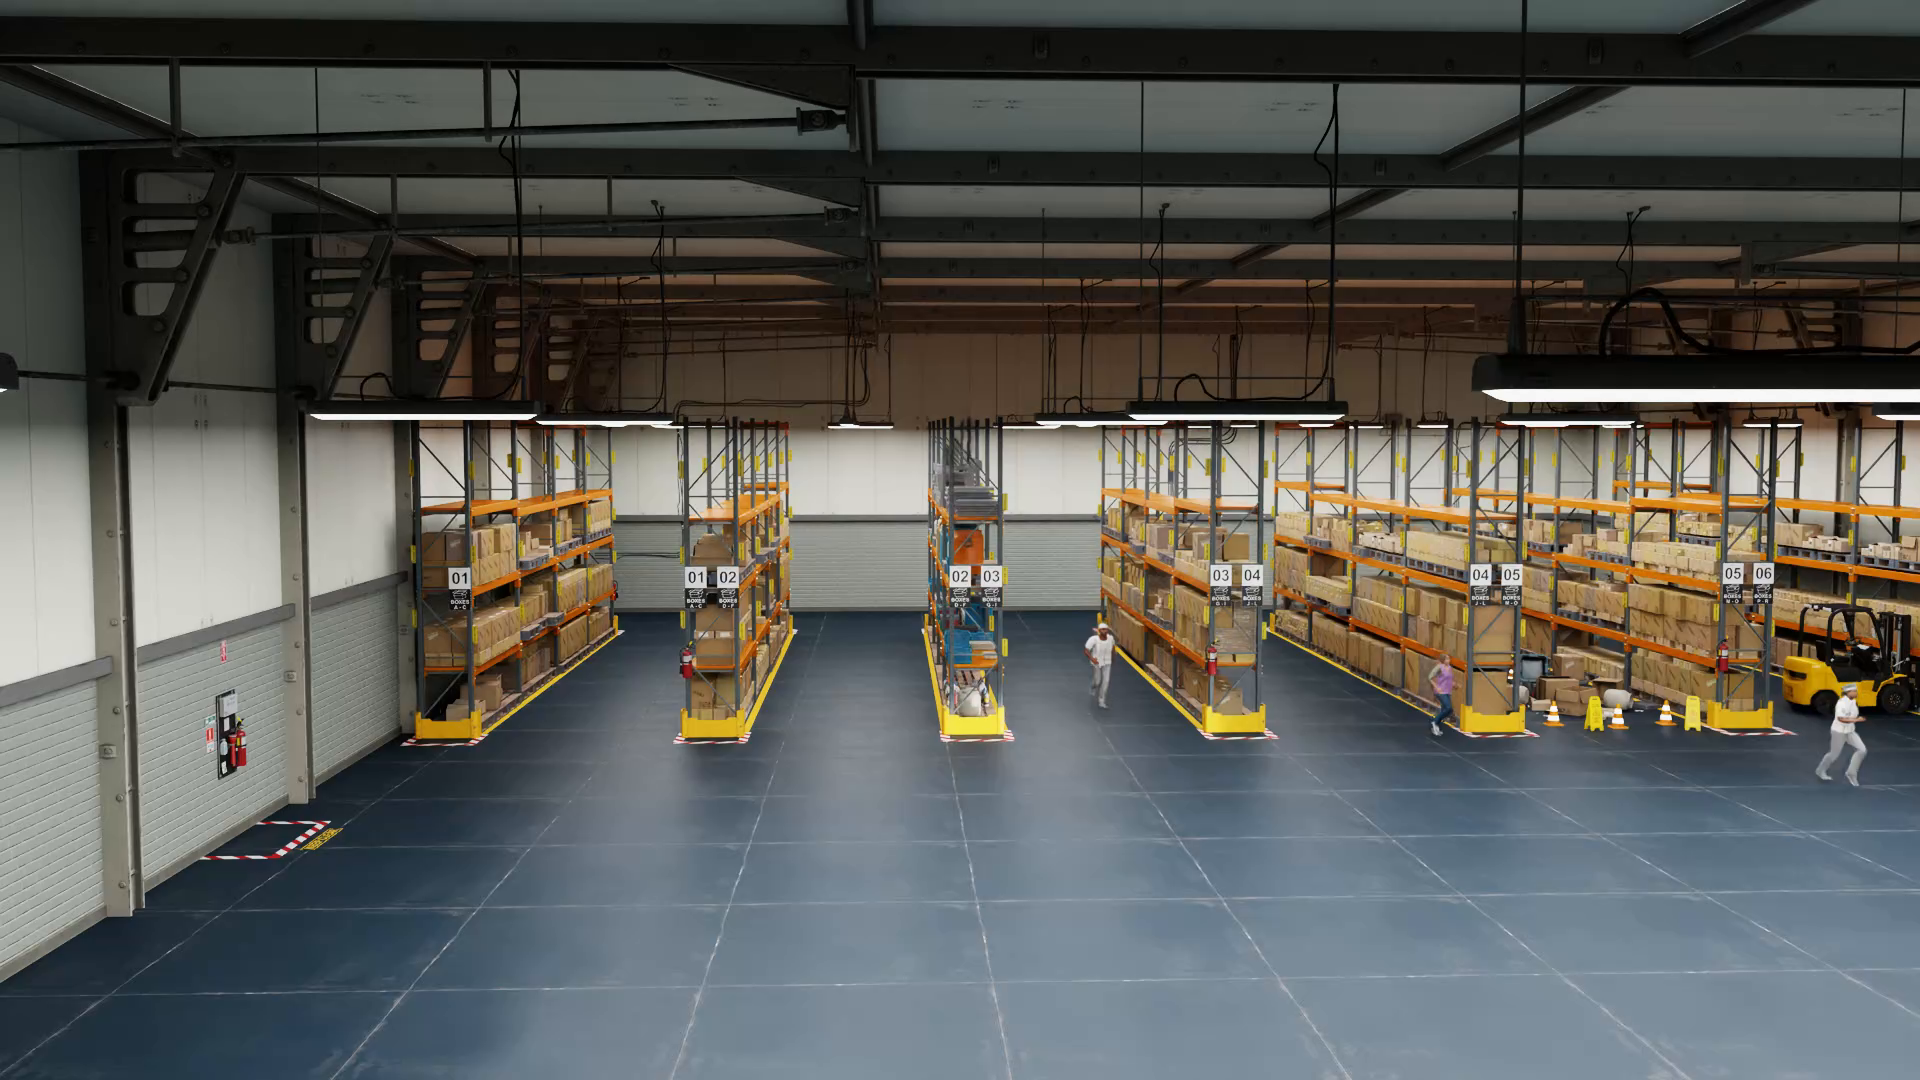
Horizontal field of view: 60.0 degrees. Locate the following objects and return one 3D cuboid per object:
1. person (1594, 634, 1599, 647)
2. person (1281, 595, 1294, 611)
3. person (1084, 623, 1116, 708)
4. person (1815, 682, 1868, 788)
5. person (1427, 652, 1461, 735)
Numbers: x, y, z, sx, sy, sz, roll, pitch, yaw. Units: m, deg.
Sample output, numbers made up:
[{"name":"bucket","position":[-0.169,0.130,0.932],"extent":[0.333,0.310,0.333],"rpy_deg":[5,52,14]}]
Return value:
[{"name":"person","position":[16.504,2.050,43.100],"extent":[0.686,1.722,0.589],"rpy_deg":[0,4,-1]},{"name":"person","position":[9.743,1.708,49.029],"extent":[0.576,1.667,0.700],"rpy_deg":[2,4,30]},{"name":"person","position":[2.942,2.593,34.790],"extent":[0.727,1.750,0.875],"rpy_deg":[-1,4,-16]},{"name":"person","position":[14.291,3.130,26.929],"extent":[0.600,1.716,0.826],"rpy_deg":[-3,5,-36]},{"name":"person","position":[9.088,2.894,31.204],"extent":[0.513,1.553,0.601],"rpy_deg":[-3,5,-40]}]
